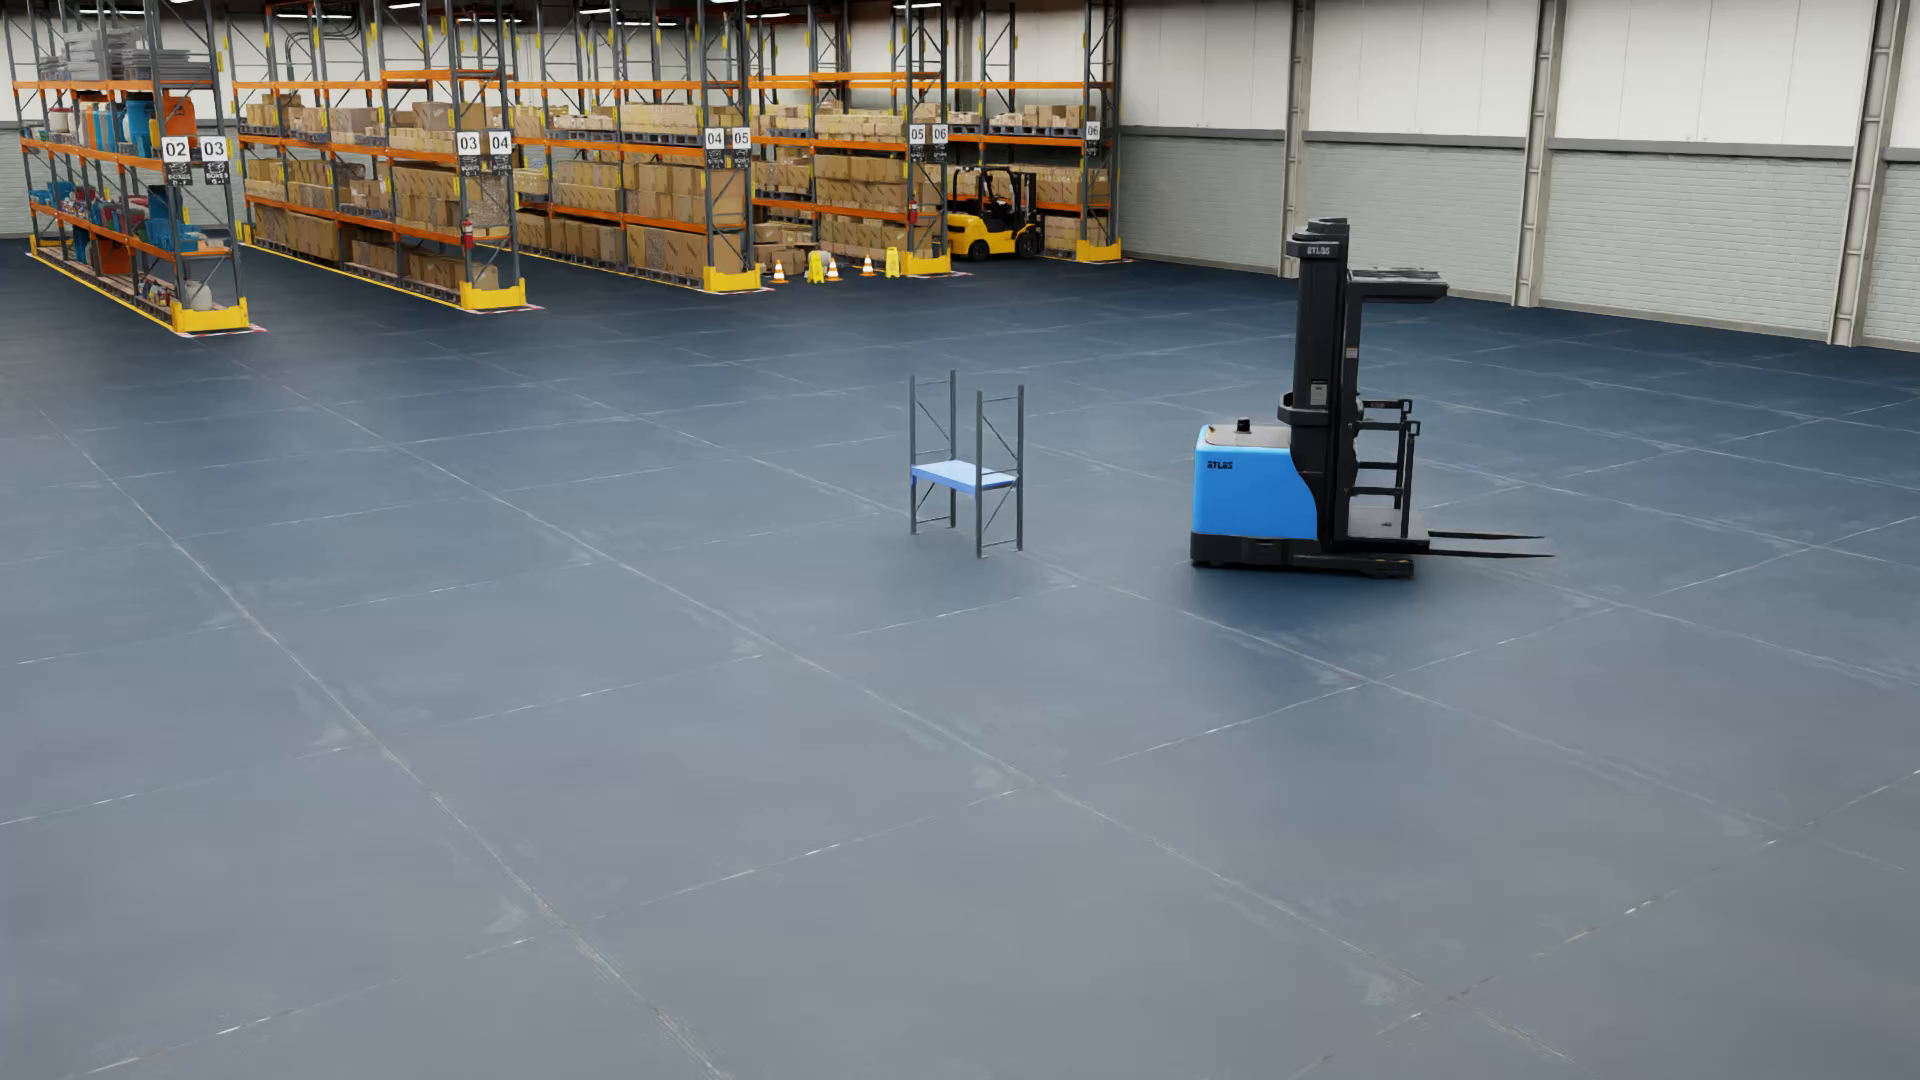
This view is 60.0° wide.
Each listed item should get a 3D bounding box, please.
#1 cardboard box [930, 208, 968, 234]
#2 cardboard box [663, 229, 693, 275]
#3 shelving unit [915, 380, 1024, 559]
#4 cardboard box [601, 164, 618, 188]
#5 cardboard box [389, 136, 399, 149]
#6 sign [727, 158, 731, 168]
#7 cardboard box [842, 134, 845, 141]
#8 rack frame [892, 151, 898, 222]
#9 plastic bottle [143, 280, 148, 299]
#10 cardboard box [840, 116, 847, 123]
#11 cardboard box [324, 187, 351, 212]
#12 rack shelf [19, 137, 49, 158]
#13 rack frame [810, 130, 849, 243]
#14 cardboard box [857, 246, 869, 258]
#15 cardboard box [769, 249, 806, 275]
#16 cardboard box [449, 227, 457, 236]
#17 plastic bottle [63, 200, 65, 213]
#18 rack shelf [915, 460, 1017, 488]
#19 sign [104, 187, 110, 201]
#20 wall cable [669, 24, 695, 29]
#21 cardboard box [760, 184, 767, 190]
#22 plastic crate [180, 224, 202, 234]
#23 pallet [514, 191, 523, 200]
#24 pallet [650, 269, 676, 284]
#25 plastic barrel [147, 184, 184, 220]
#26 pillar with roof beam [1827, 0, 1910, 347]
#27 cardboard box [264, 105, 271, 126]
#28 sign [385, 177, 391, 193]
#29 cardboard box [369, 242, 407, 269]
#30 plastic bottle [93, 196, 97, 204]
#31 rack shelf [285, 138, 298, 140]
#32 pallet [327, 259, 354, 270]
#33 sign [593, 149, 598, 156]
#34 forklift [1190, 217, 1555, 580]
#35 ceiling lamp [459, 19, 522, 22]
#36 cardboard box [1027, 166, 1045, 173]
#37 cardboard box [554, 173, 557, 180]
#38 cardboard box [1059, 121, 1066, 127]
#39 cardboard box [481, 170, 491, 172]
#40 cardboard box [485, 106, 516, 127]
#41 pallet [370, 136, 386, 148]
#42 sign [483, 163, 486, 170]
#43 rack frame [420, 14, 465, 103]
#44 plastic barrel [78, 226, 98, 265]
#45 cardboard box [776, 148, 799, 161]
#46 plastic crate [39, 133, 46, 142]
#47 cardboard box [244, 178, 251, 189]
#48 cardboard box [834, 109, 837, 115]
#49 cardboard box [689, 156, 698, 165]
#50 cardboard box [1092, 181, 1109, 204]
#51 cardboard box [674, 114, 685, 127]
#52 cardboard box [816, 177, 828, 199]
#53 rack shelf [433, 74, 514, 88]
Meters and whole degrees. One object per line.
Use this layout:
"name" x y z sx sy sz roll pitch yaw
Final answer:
"cardboard box" -0.267 -8.488 44.282 0.875 0.625 0.625 -12 19 -37
"cardboard box" -5.634 -6.078 35.005 0.875 0.875 0.875 -11 19 -35
"shelving unit" 0.053 -0.704 14.982 0.500 1.500 1.039 -11 19 -35
"cardboard box" -7.616 -8.178 37.363 0.700 0.500 0.500 -11 19 -35
"cardboard box" -11.029 -7.923 33.118 0.500 0.250 0.500 -12 19 -37
"sign" -5.869 -9.548 42.261 0.100 0.325 0.005 -11 19 -35
"cardboard box" -2.479 -9.225 38.066 0.380 0.149 0.250 -12 19 -36
"rack frame" -1.410 -9.848 45.549 1.000 3.000 0.127 -11 19 -35
"plastic bottle" -14.954 -4.613 30.608 0.144 0.351 0.185 -10 18 -33
"cardboard box" -2.505 -9.601 37.929 0.380 0.149 0.250 -12 19 -36
"cardboard box" -13.929 -7.654 37.342 0.500 0.500 0.500 -10 18 -33
"rack shelf" -20.973 -9.151 38.682 1.077 0.370 4.000 -11 19 -35
"rack frame" -3.071 -8.223 39.610 1.000 3.000 0.127 -11 19 -35
"cardboard box" -2.022 -6.598 38.089 0.500 0.250 0.500 -12 19 -37
"cardboard box" -3.799 -6.146 36.754 0.637 0.503 0.797 4 16 13
"cardboard box" -9.404 -5.837 31.369 0.380 0.149 0.250 -11 19 -35
"plastic bottle" -19.708 -7.346 36.652 0.097 0.271 0.097 0 15 0
"rack shelf" 0.050 -0.596 15.015 0.459 0.026 0.952 -11 19 -35
"sign" -19.351 -7.842 37.697 0.100 0.325 0.005 -11 19 -35
"wall cable" -8.396 -18.536 55.394 2.988 3.039 0.133 -11 19 -35
"cardboard box" -4.769 -8.827 41.500 0.380 0.149 0.250 -10 18 -31
"plastic crate" -14.223 -5.650 30.492 0.499 0.251 0.616 -11 19 -35
"pallet" -10.564 -8.611 41.392 1.003 0.211 1.213 -11 19 -35
"pallet" -5.910 -5.652 35.502 1.003 0.211 1.213 -11 19 -35
"plastic barrel" -15.075 -6.287 31.588 0.600 0.901 0.708 -11 19 -35
"pillar with roof beam" 10.715 -6.810 23.085 9.100 9.000 0.400 -11 19 -35
"cardboard box" -16.612 -10.412 40.753 0.700 0.500 0.500 -10 18 -32
"sign" -11.533 -7.156 33.520 0.100 0.325 0.005 -11 19 -35
"cardboard box" -12.353 -6.169 36.008 0.700 0.500 0.500 -9 18 -30
"plastic bottle" -19.108 -7.432 36.816 0.144 0.351 0.185 -11 19 -35
"rack shelf" -14.614 -9.160 38.345 0.919 0.124 3.809 -11 19 -35
"pallet" -13.841 -6.374 38.137 1.003 0.211 1.213 -11 19 -35
"sign" -11.842 -12.714 54.457 0.339 0.242 0.001 -11 19 -35
"forklift" 3.563 -1.230 14.192 3.031 2.935 1.130 3 16 11
"ceiling lamp" -13.814 -15.229 48.741 1.941 0.041 0.237 -11 19 -35
"cardboard box" 1.872 -9.071 40.729 0.380 0.149 0.250 -11 19 -34
"cardboard box" -9.642 -8.841 40.423 0.380 0.149 0.250 -11 19 -36
"cardboard box" 2.561 -9.846 39.350 0.380 0.149 0.250 -12 19 -36
"cardboard box" -9.126 -6.772 31.663 0.500 0.500 0.500 -11 19 -35
"cardboard box" -11.585 -10.740 42.143 0.700 0.500 0.500 -11 19 -34
"pallet" -11.363 -8.189 34.161 1.213 0.211 1.003 -11 19 -35
"sign" -12.153 -9.473 42.538 0.100 0.325 0.005 -11 19 -35
"rack frame" -14.071 -12.889 45.295 1.000 3.000 0.127 -11 19 -35
"plastic barrel" -19.074 -6.544 36.658 0.600 0.901 0.708 -11 19 -35
"cardboard box" -5.182 -11.530 49.995 0.500 0.500 0.500 -10 18 -33
"plastic crate" -20.290 -9.012 37.214 0.450 0.188 0.662 -11 19 -35
"cardboard box" -18.078 -9.173 42.805 0.500 0.250 0.500 -11 19 -36
"cardboard box" -3.439 -12.133 47.142 0.380 0.149 0.250 -11 19 -35
"cardboard box" -6.825 -10.002 44.027 0.500 0.500 0.500 -11 19 -35
"cardboard box" 3.228 -8.337 39.838 0.500 0.500 0.500 -10 18 -33
"cardboard box" -5.470 -8.515 33.734 0.500 0.250 0.500 -11 19 -34
"cardboard box" -3.037 -8.277 39.057 0.500 0.500 0.500 -11 19 -35
"rack shelf" -12.895 -12.113 43.830 1.077 0.370 4.000 -11 19 -35
